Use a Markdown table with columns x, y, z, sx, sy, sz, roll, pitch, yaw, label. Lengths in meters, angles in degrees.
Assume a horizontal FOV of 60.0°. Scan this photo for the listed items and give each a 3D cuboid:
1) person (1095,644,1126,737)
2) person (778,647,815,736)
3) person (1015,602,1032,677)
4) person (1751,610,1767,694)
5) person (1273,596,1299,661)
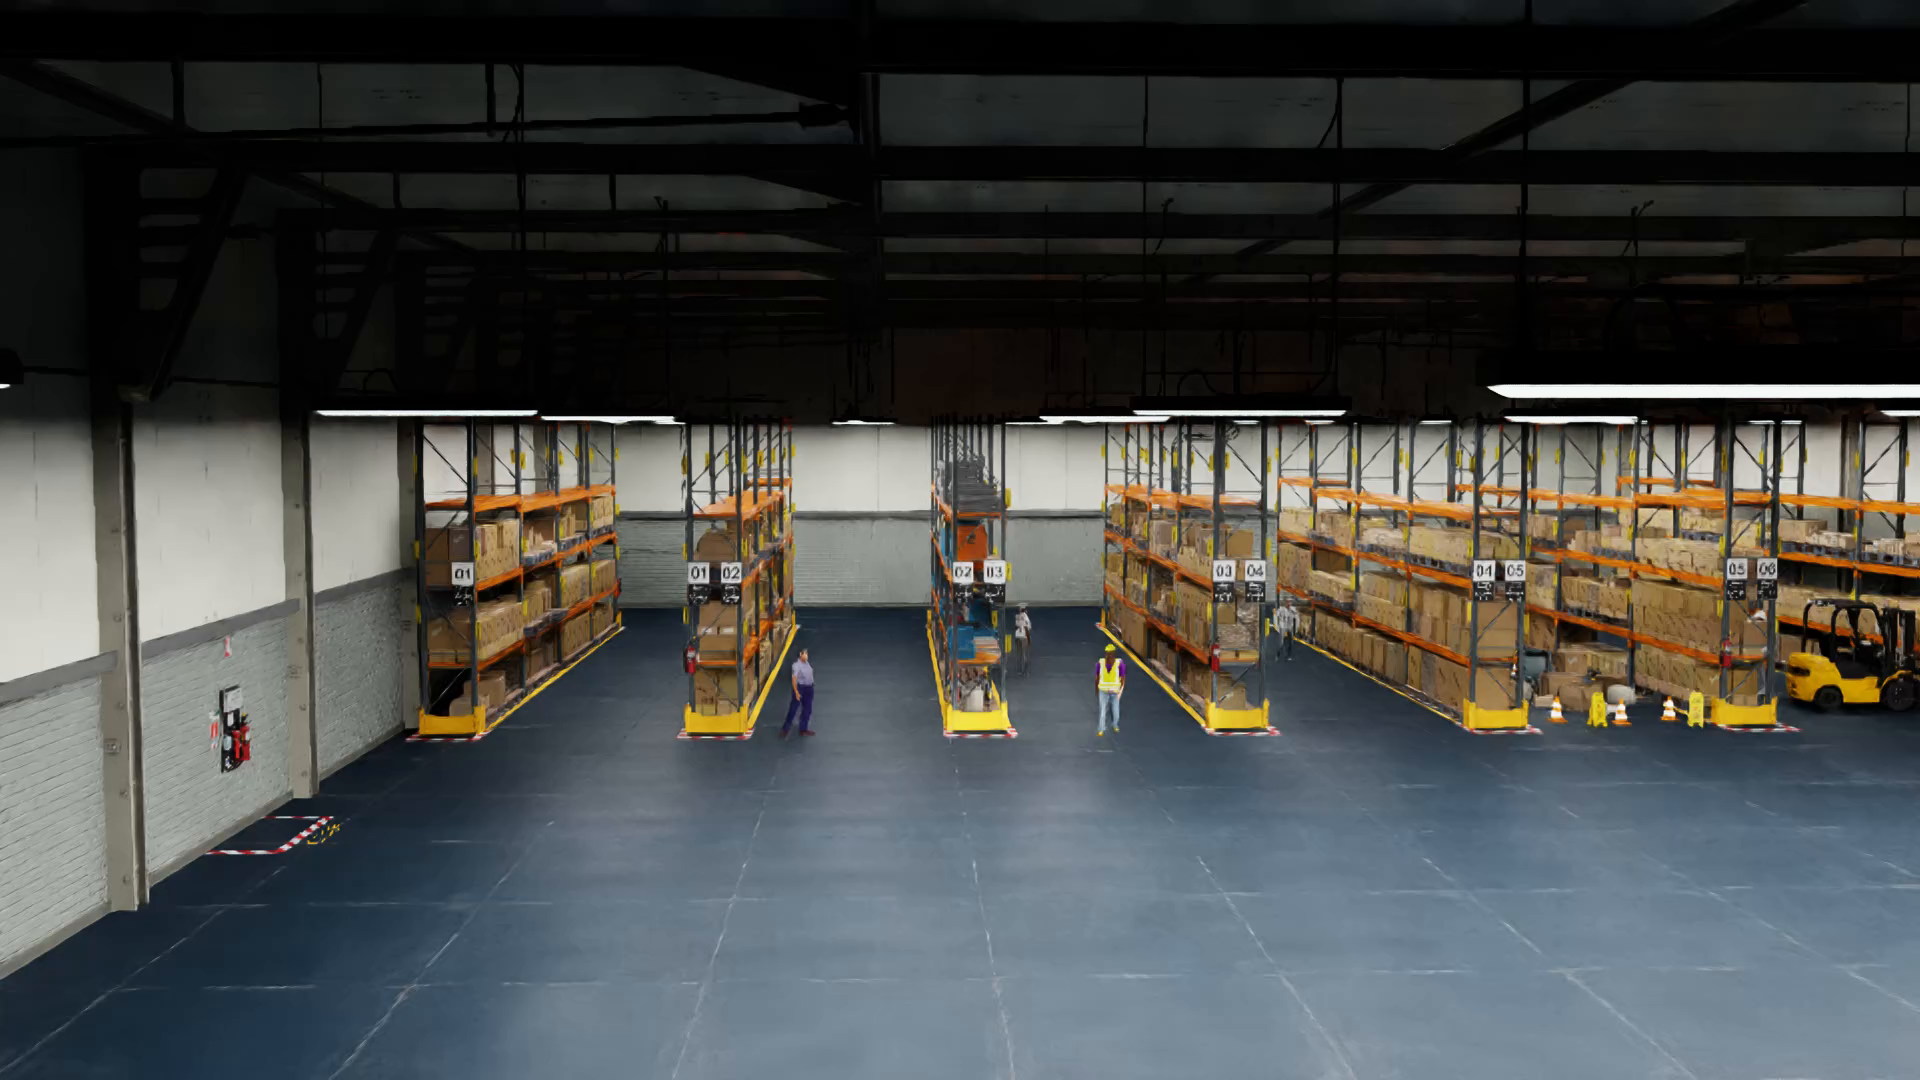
| x | y | z | sx | sy | sz | roll | pitch | yaw | label |
| --- | --- | --- | --- | --- | --- | --- | --- | --- | --- |
| 2.781 | 2.764 | 30.782 | 0.571 | 1.706 | 1.042 | 0 | 4 | 7 | person |
| -3.034 | 2.814 | 30.798 | 0.485 | 1.644 | 0.679 | 3 | 5 | 38 | person |
| 1.472 | 2.307 | 38.308 | 0.368 | 1.737 | 0.532 | -2 | 5 | -30 | person |
| 17.095 | 2.396 | 35.687 | 0.494 | 1.775 | 0.578 | 2 | 4 | 26 | person |
| 7.960 | 2.154 | 40.581 | 0.639 | 1.632 | 0.512 | 0 | 4 | -4 | person |
